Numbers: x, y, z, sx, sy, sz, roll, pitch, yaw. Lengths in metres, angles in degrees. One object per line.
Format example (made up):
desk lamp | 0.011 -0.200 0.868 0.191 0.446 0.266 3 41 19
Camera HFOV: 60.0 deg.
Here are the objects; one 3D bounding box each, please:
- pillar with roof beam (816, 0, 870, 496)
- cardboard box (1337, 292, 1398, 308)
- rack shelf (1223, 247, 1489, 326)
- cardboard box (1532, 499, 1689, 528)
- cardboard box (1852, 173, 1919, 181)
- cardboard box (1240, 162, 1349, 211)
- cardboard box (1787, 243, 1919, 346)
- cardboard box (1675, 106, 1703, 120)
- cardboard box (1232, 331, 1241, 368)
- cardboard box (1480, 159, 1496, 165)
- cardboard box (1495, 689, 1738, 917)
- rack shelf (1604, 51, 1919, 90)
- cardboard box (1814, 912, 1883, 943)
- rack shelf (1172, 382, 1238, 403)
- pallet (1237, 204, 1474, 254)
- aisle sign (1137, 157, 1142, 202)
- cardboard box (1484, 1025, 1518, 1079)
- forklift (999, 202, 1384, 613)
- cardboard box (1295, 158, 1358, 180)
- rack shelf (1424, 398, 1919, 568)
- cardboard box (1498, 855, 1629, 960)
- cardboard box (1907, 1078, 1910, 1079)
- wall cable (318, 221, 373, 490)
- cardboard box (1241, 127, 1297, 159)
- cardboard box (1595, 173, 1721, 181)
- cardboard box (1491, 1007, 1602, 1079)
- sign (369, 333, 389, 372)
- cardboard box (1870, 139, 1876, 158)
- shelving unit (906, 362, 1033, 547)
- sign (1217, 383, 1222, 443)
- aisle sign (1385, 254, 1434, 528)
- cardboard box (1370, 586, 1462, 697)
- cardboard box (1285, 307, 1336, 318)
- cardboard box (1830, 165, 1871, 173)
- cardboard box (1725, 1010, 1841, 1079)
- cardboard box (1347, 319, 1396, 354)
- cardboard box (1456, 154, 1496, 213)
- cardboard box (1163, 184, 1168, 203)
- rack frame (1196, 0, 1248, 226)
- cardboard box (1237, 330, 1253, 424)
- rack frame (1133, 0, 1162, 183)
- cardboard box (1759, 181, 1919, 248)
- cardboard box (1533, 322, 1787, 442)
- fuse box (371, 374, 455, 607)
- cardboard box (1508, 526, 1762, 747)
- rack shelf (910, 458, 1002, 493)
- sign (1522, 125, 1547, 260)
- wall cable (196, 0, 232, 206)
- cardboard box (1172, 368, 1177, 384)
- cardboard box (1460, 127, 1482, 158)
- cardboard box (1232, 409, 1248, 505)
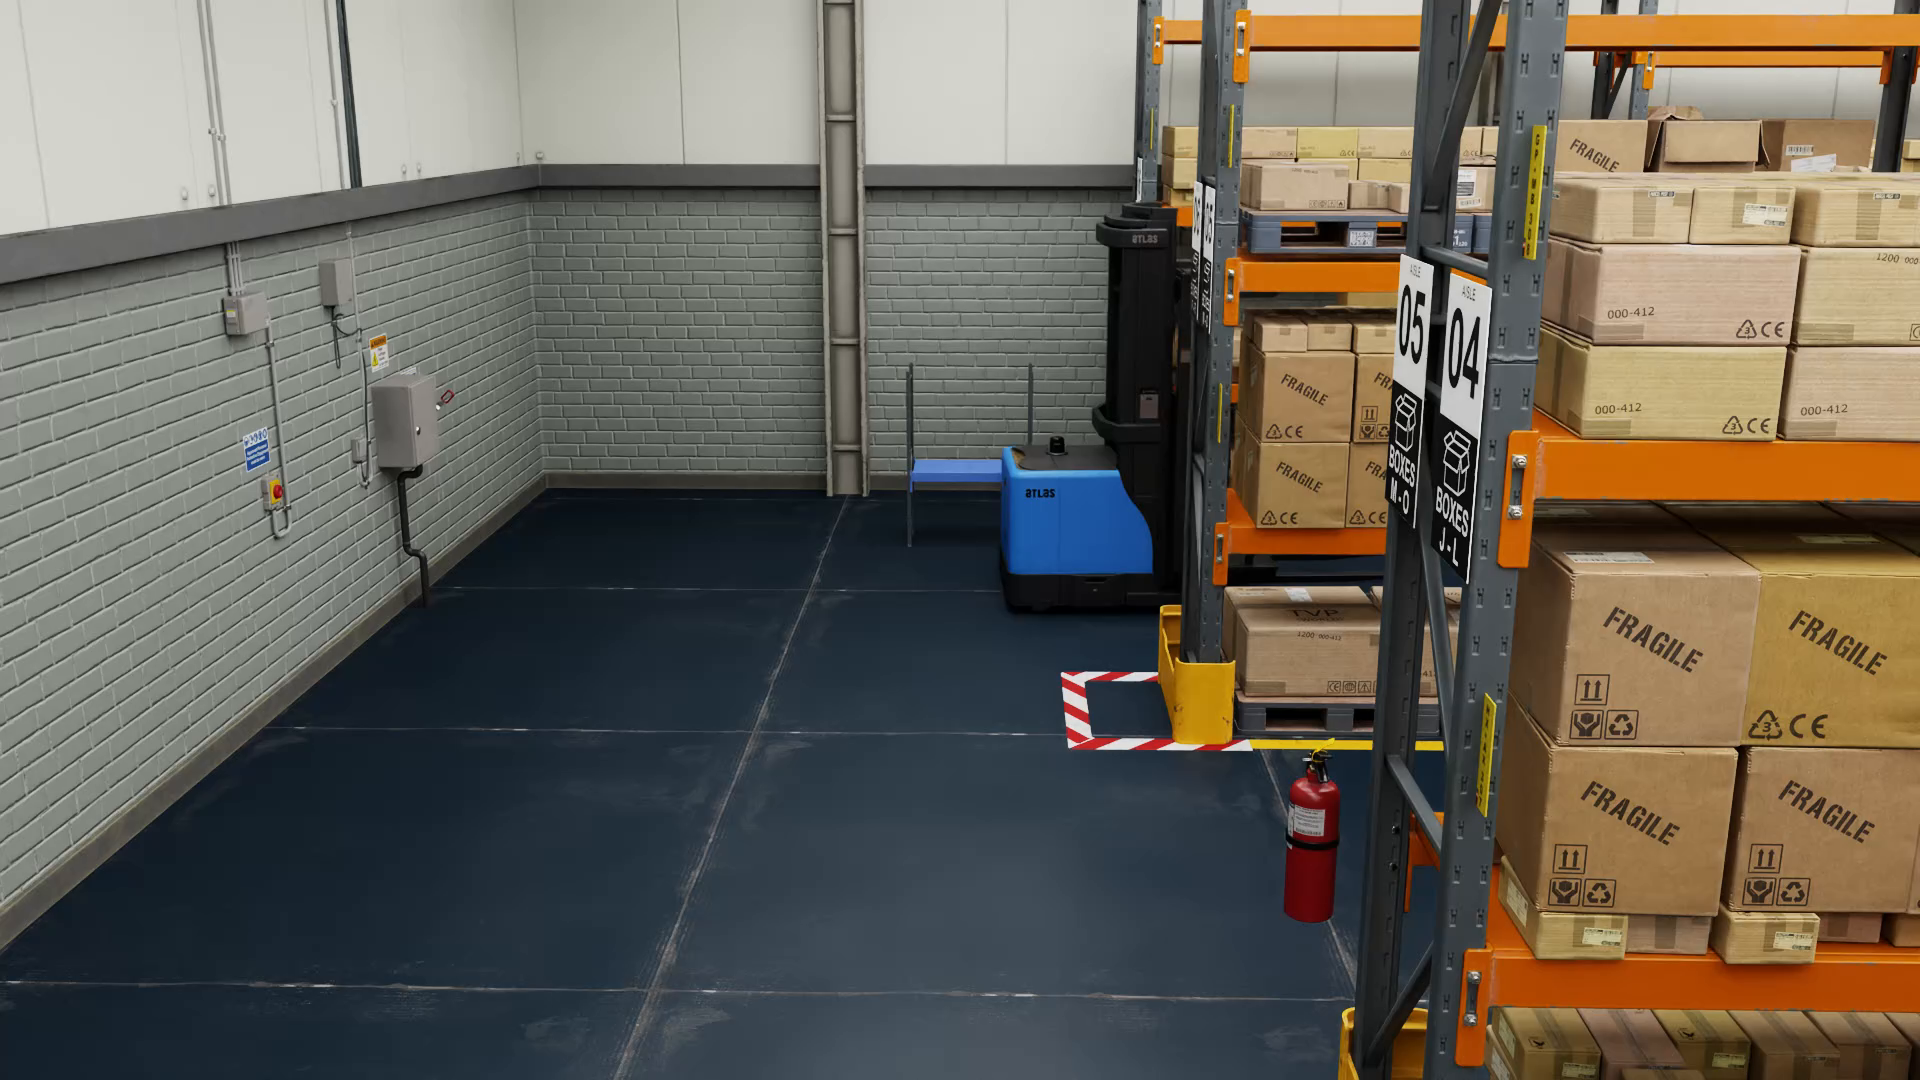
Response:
pillar with roof beam | -1.186 -3.712 10.769 0.400 9.000 9.100 0 15 1
cardboard box | 3.542 -2.014 14.335 0.500 0.500 0.500 1 15 3
rack shelf | 3.472 -1.485 9.620 4.000 0.370 1.077 0 15 1
cardboard box | 1.911 0.131 5.224 0.500 0.500 0.500 0 15 0
cardboard box | 2.807 -0.999 4.898 0.250 0.149 0.380 0 15 0
cardboard box | 1.925 -2.045 9.606 0.500 0.250 0.500 -1 15 -4
cardboard box | 2.401 -0.680 4.471 0.500 0.250 0.500 0 15 1
cardboard box | 6.167 -3.582 14.236 0.258 0.266 0.396 0 15 1
cardboard box | 2.547 -1.658 14.455 0.500 0.250 0.500 1 15 2
cardboard box | 4.586 -3.097 14.030 0.500 0.250 0.500 0 15 0
cardboard box | 1.889 0.748 4.844 0.500 0.500 0.500 1 15 4
rack shelf | 7.594 -3.982 13.987 4.000 0.370 1.077 0 15 1
cardboard box | 2.549 1.048 4.981 0.250 0.149 0.380 1 15 4
rack shelf | 3.595 -1.301 14.800 4.000 0.370 1.077 0 15 1
pallet | 2.215 -1.801 9.580 1.213 0.211 1.003 0 15 1
aisle sign | 1.520 -2.844 14.144 0.004 0.787 0.394 0 15 1
cardboard box | 1.982 1.830 5.708 0.250 0.149 0.380 0 15 0
forklift | 1.842 -1.010 12.423 3.031 2.935 1.130 -1 15 -2
cardboard box | 3.052 -3.106 14.064 0.500 0.250 0.500 0 15 0
rack shelf | 3.447 -0.222 4.832 4.000 0.370 1.077 0 15 1
cardboard box | 1.763 1.074 4.880 0.250 0.149 0.380 0 15 1
cardboard box | 3.276 1.839 5.672 0.250 0.149 0.380 1 15 4
wall cable | -4.140 -1.280 11.318 0.122 1.984 0.588 0 15 1
cardboard box | 2.541 -3.350 14.008 0.500 0.250 0.500 0 15 1
cardboard box | 2.032 -0.997 4.890 0.250 0.149 0.380 1 15 2
cardboard box | 1.983 1.694 5.639 0.250 0.149 0.380 1 15 2
sign | -4.174 -1.348 11.950 0.001 0.242 0.339 0 15 1
cardboard box | 7.423 -3.251 13.792 0.250 0.149 0.380 0 15 2
shelving unit | 0.085 -0.725 14.147 1.048 1.500 0.538 0 15 1
sign | 1.453 -0.711 9.303 0.005 0.325 0.100 0 15 1
aisle sign | 1.382 -0.467 5.133 0.004 0.787 0.394 0 15 1
cardboard box | 3.050 0.623 10.299 0.875 0.438 0.875 1 15 3
cardboard box | 2.091 -1.294 9.939 0.250 0.149 0.380 1 15 2
cardboard box | 4.825 -1.929 9.136 0.258 0.266 0.396 1 15 3
cardboard box | 2.752 1.697 5.626 0.250 0.149 0.380 0 15 -1
cardboard box | 2.341 -1.154 9.406 0.250 0.149 0.380 1 15 3
cardboard box | 2.968 -2.032 9.437 0.500 0.311 0.500 1 15 2
cardboard box | 1.922 -3.047 14.623 0.250 0.149 0.380 1 15 3
rack frame | 1.473 -3.296 9.195 0.127 3.000 1.000 0 15 1
cardboard box | 1.961 -0.985 10.038 0.500 0.500 0.500 1 15 3
rack frame | 1.596 -4.562 13.993 0.127 3.000 1.000 0 15 1
cardboard box | 2.289 -0.858 4.366 0.250 0.149 0.380 0 15 1
cardboard box | 1.890 -0.442 4.551 0.500 0.250 0.500 1 15 3
fuse box | -3.965 -0.338 12.268 0.414 1.711 0.539 0 15 1
cardboard box | 1.889 0.262 4.727 0.500 0.500 0.500 0 15 1
rack shelf | 0.085 -0.551 14.192 1.000 0.185 0.538 0 15 1
sign | 1.434 -0.867 4.154 0.005 0.325 0.100 0 15 1
wall cable | -4.221 -3.262 9.063 0.029 3.000 0.463 0 15 1
cardboard box | 1.917 -1.468 14.517 0.250 0.149 0.380 0 15 1
cardboard box | 4.070 -3.347 13.998 0.500 0.250 0.500 1 15 2
cardboard box | 1.962 -0.508 10.191 0.500 0.500 0.500 0 15 2
